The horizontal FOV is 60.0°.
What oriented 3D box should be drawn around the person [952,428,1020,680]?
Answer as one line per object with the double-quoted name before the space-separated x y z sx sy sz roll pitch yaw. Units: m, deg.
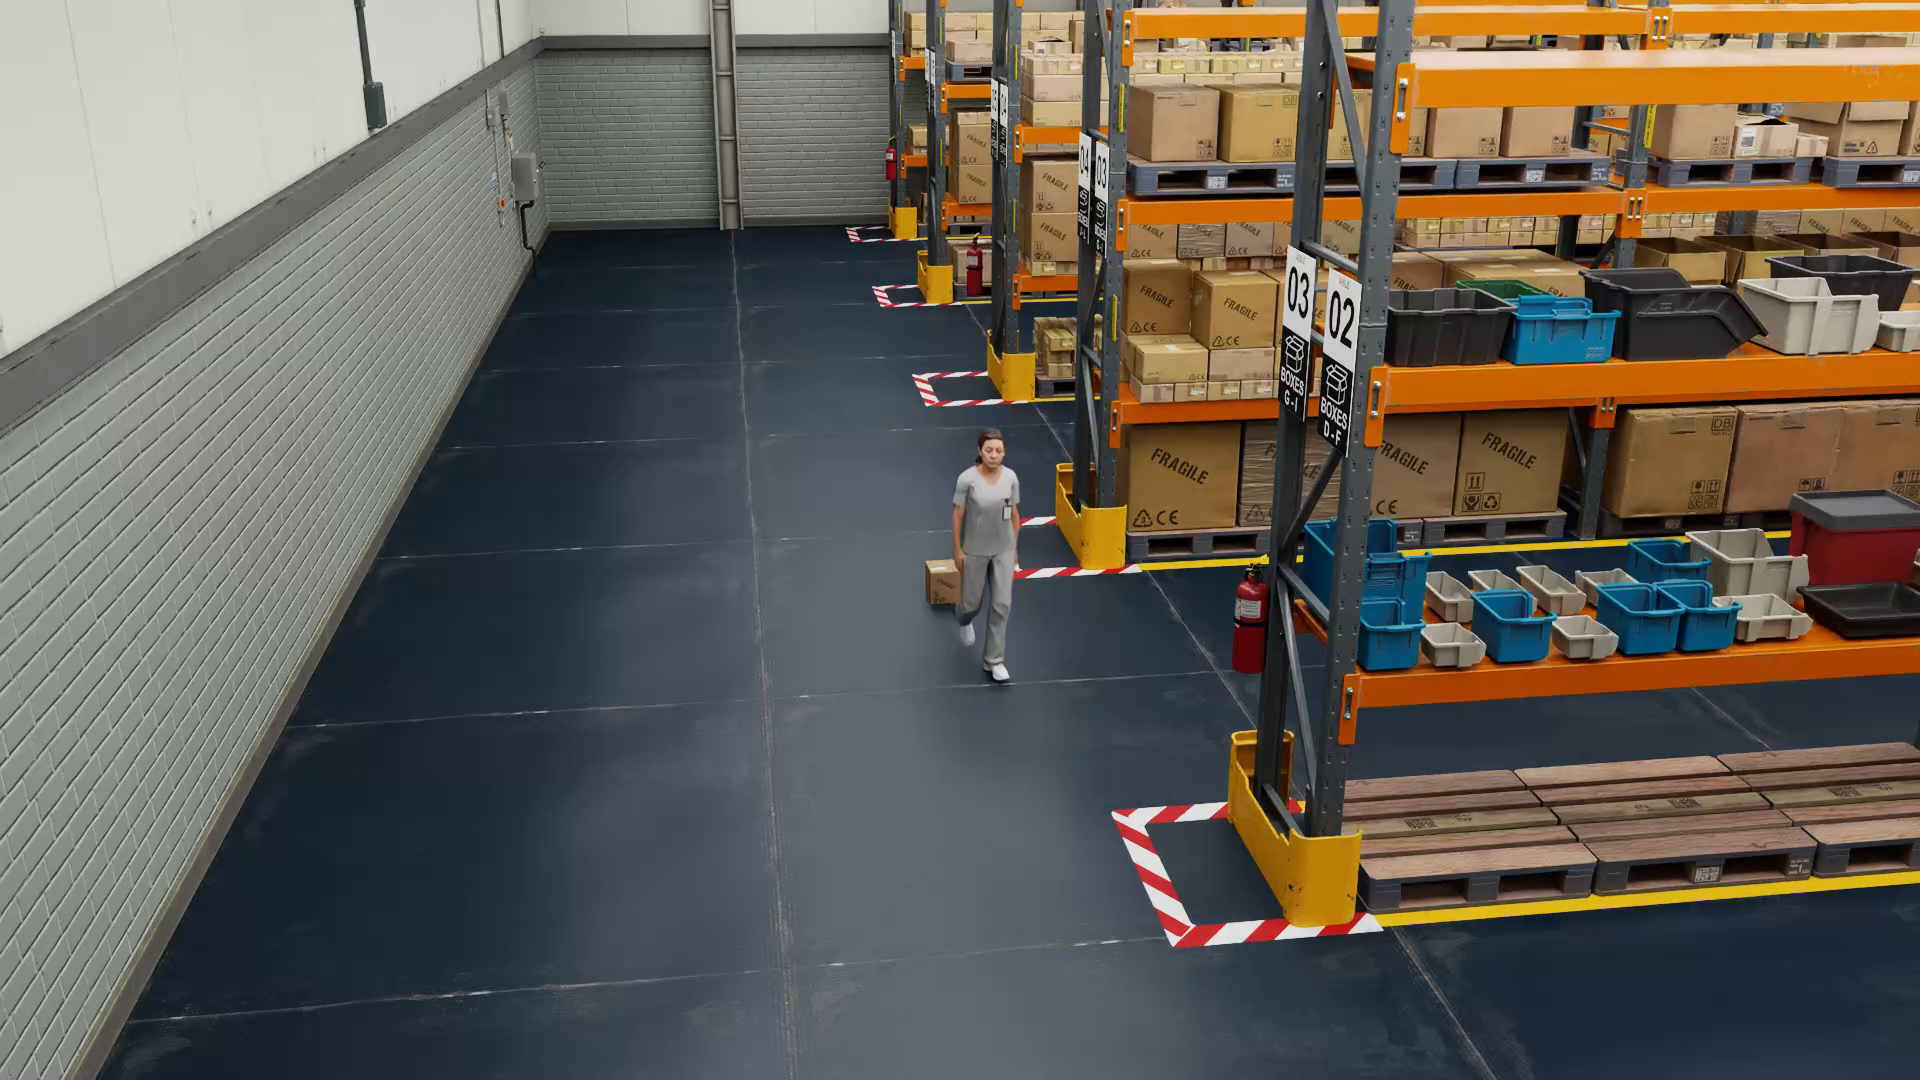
"person" 0.158 0.048 10.899 0.453 1.652 0.709 -5 21 -13
